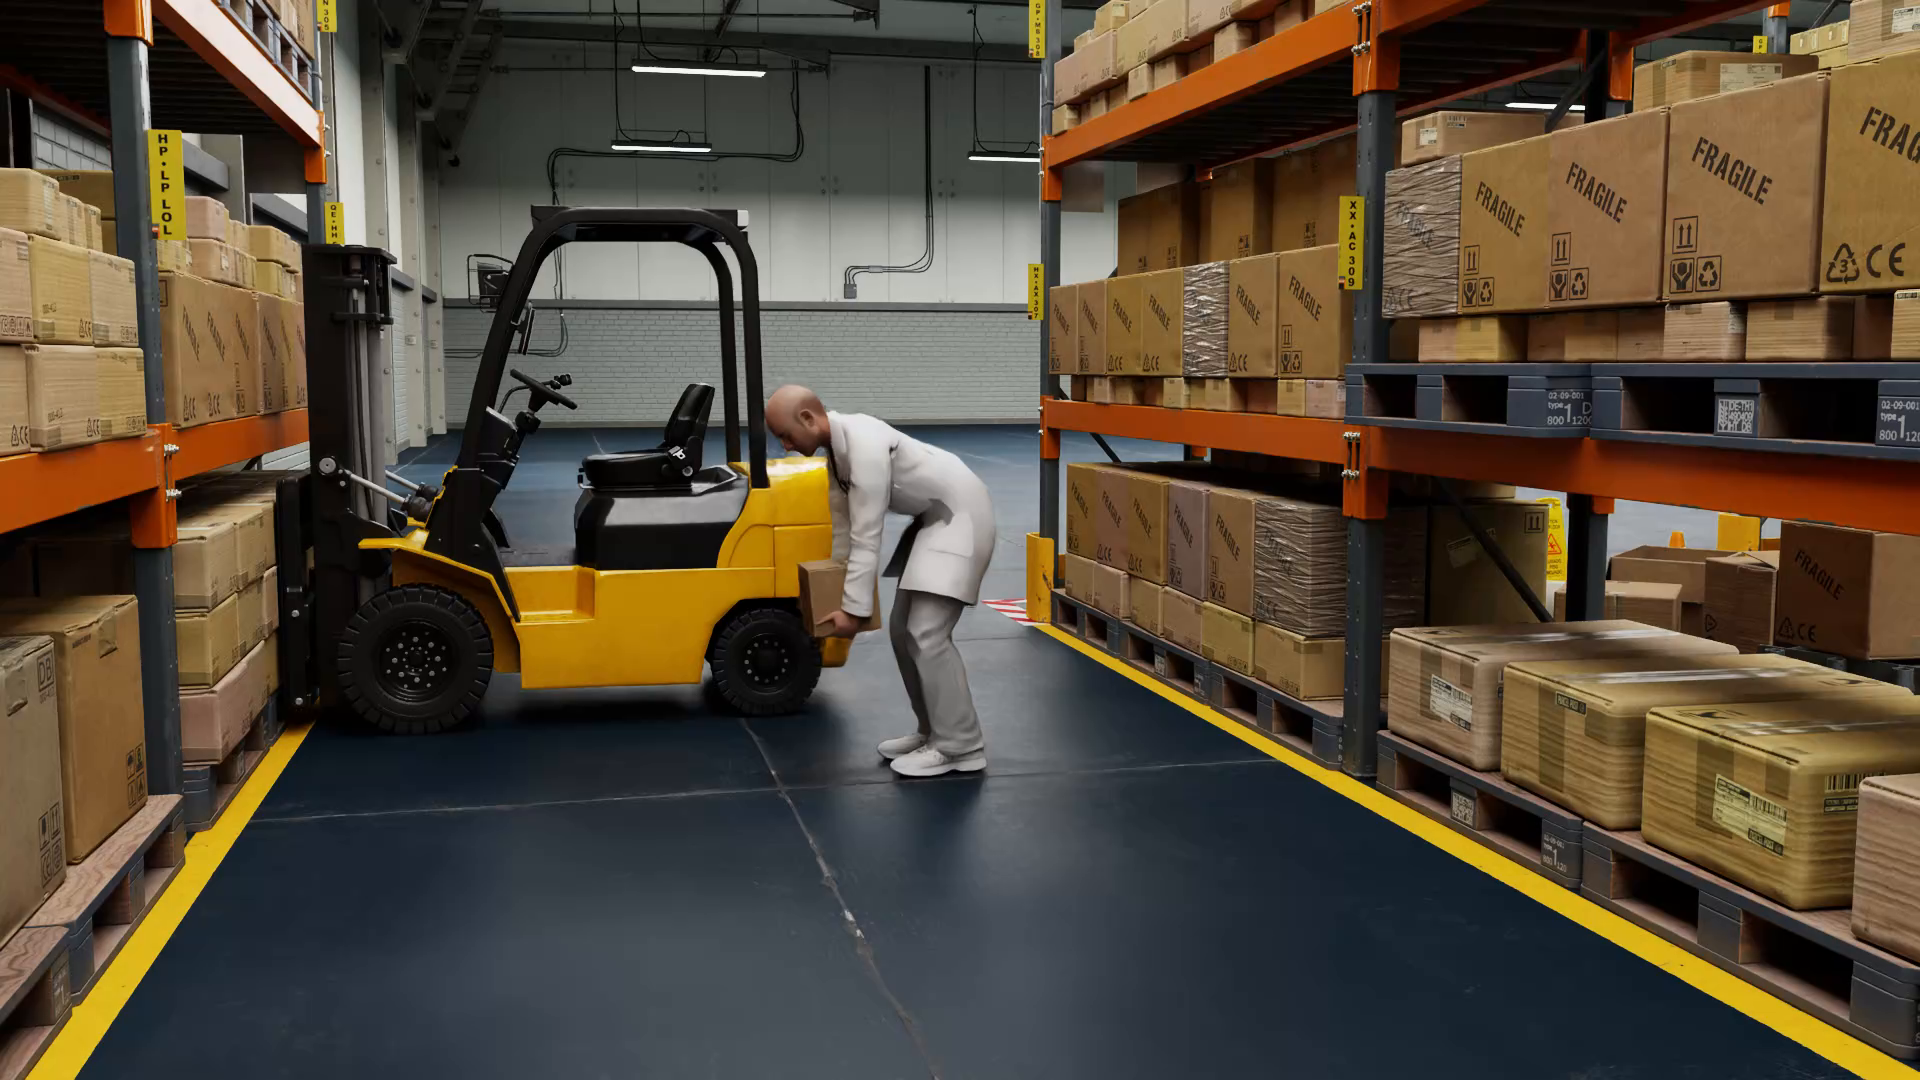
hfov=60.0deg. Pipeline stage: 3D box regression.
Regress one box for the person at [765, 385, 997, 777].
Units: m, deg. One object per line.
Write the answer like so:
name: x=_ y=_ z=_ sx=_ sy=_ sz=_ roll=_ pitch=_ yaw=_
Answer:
person: x=-0.291 y=0.148 z=6.172 sx=0.860 sy=1.429 sz=0.552 roll=-2 pitch=6 yaw=-15
